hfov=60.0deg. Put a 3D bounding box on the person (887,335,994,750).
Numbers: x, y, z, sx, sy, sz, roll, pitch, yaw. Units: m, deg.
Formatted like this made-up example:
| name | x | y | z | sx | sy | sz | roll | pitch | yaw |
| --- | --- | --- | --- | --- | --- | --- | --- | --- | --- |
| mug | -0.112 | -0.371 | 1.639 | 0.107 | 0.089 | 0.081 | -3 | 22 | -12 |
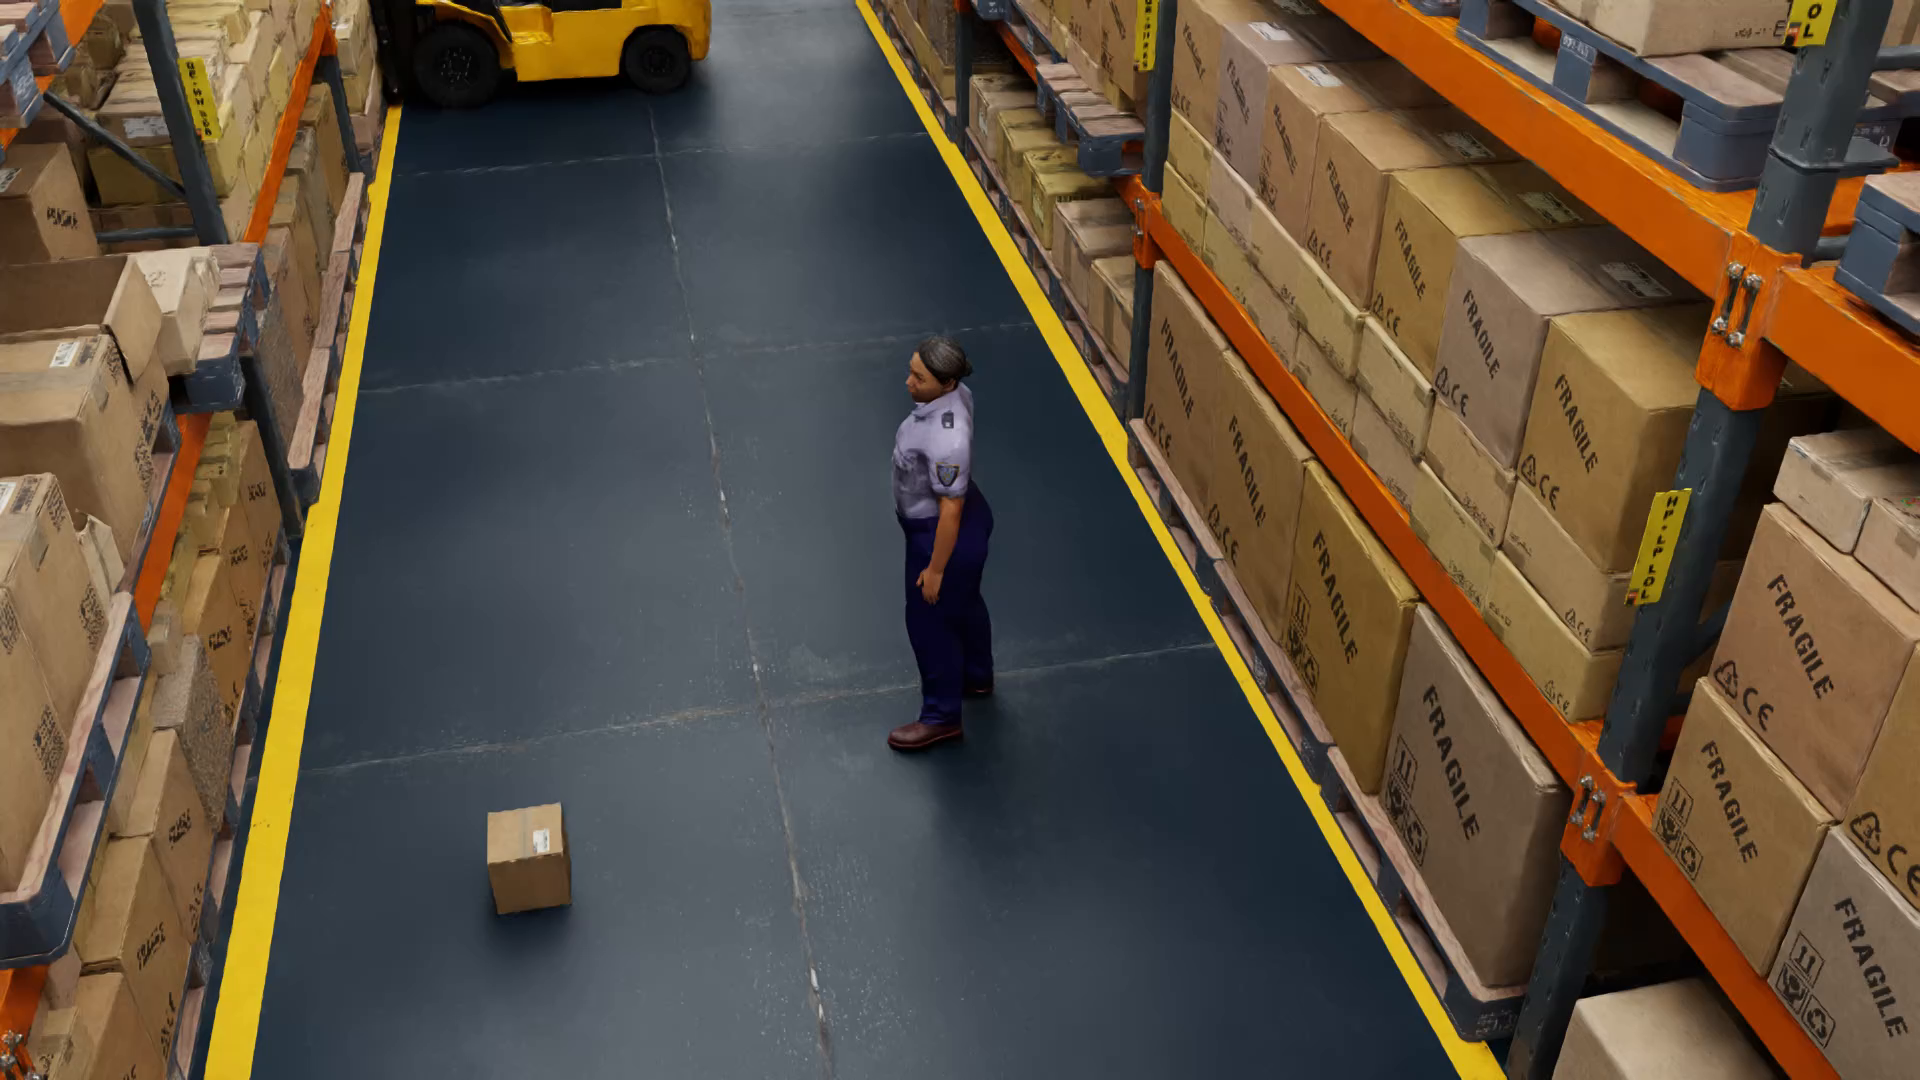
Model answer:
| name | x | y | z | sx | sy | sz | roll | pitch | yaw |
| --- | --- | --- | --- | --- | --- | --- | --- | --- | --- |
| person | -0.065 | -0.017 | 6.152 | 0.383 | 1.660 | 0.564 | 4 | 35 | 5 |
